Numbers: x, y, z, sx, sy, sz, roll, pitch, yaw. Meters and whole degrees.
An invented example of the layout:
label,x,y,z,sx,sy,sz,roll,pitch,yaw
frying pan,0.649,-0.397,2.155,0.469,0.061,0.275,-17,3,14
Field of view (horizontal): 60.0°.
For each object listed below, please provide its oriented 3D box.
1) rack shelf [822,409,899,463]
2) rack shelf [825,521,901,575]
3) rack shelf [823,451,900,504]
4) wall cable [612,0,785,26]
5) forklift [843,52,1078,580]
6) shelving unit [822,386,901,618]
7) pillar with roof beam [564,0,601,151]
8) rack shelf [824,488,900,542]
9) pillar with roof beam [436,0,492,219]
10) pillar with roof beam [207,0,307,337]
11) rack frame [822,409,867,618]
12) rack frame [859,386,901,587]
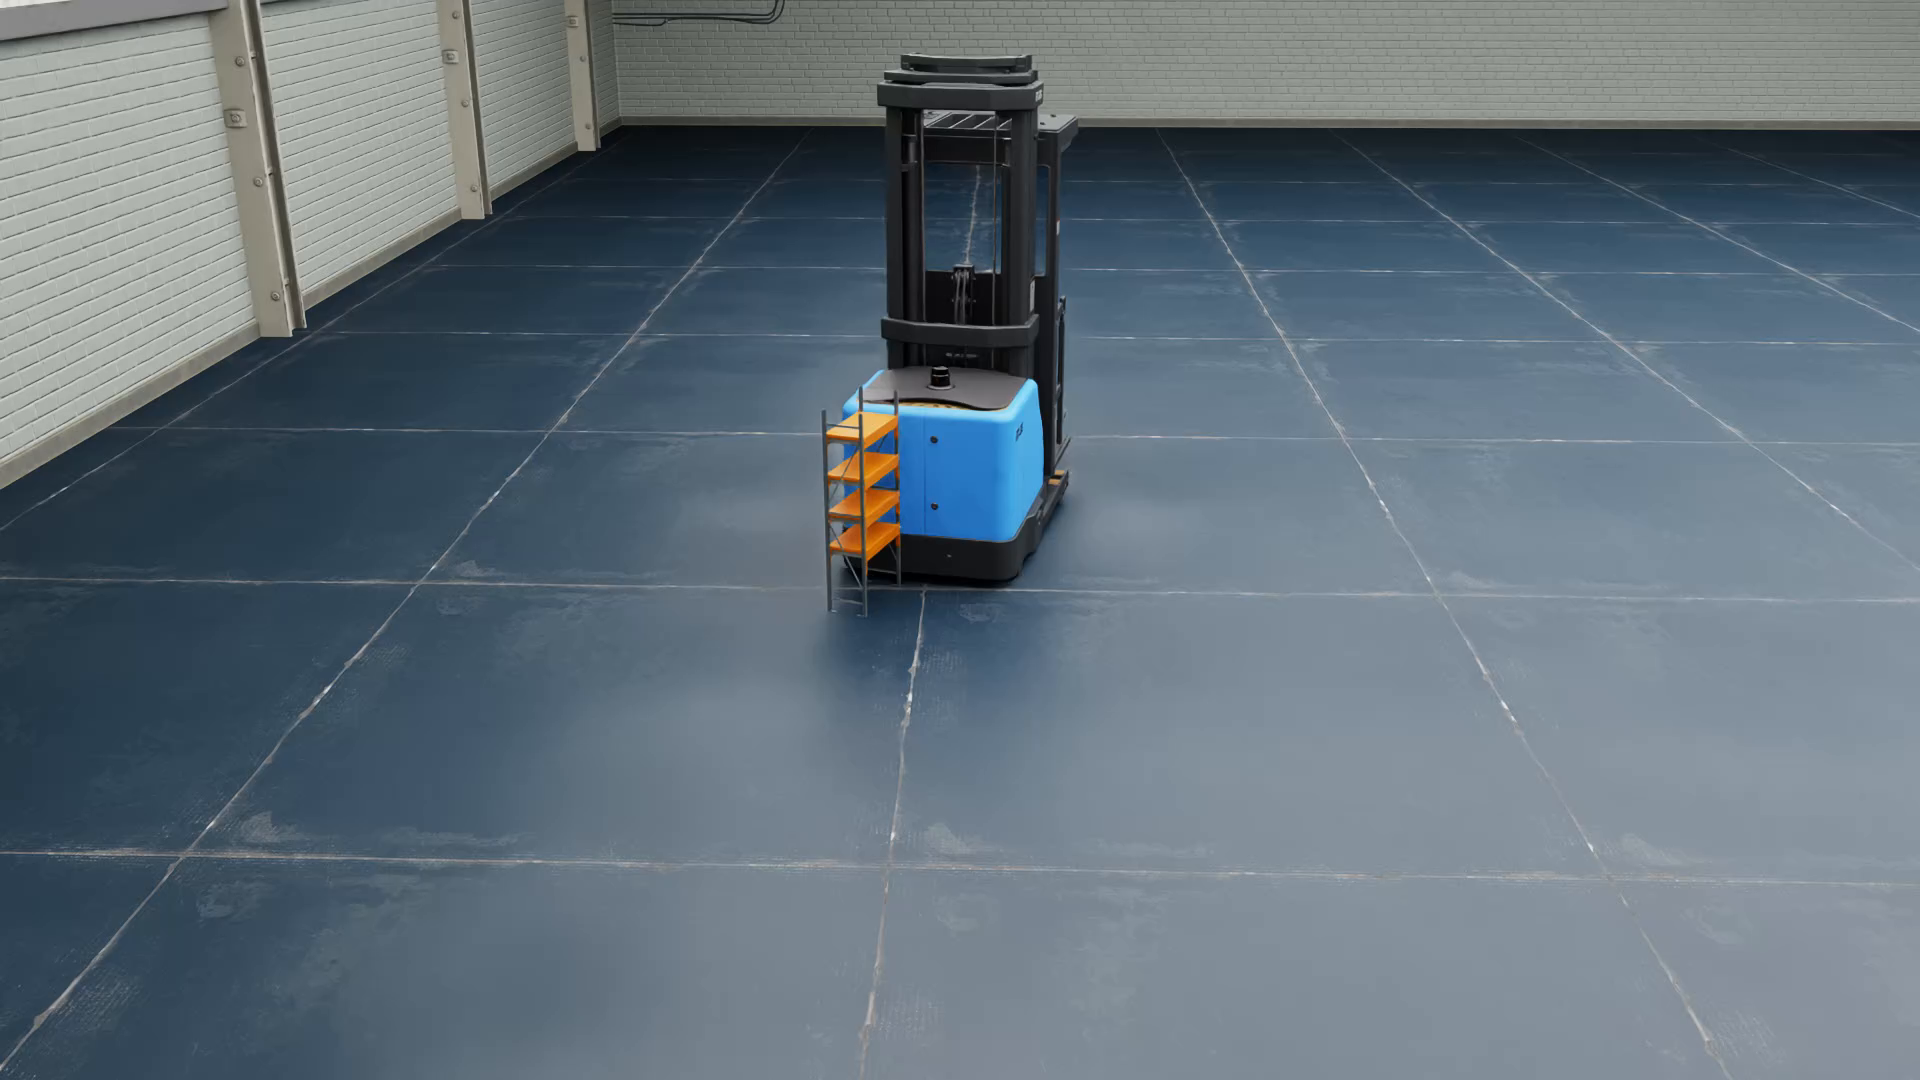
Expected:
label,x,y,z,sx,sy,sz,roll,pitch,yaw
rack shelf,-0.551,-0.584,9.288,0.258,0.148,0.480,8,23,20
rack shelf,-0.551,0.030,9.527,0.258,0.148,0.480,8,23,20
rack shelf,-0.551,-0.363,9.374,0.258,0.148,0.480,8,23,20
wall cable,-4.562,-10.085,28.374,3.097,2.526,0.112,1,21,2
forklift,0.128,-1.633,10.685,1.130,2.935,3.031,5,22,12
shelving unit,-0.551,-0.217,9.430,0.258,1.200,0.503,8,23,20
pillar with roof beam,-1.670,-10.435,24.983,9.100,9.000,0.400,1,21,2
rack shelf,-0.551,-0.155,9.455,0.258,0.148,0.480,8,23,20
pillar with roof beam,-1.852,-8.266,19.392,9.100,9.000,0.400,1,21,2
pillar with roof beam,-2.035,-6.096,13.801,9.100,9.000,0.400,1,21,2
rack frame,-0.638,-0.135,9.218,0.240,1.200,0.015,8,23,20
rack frame,-0.463,-0.300,9.643,0.240,1.200,0.015,8,23,20
